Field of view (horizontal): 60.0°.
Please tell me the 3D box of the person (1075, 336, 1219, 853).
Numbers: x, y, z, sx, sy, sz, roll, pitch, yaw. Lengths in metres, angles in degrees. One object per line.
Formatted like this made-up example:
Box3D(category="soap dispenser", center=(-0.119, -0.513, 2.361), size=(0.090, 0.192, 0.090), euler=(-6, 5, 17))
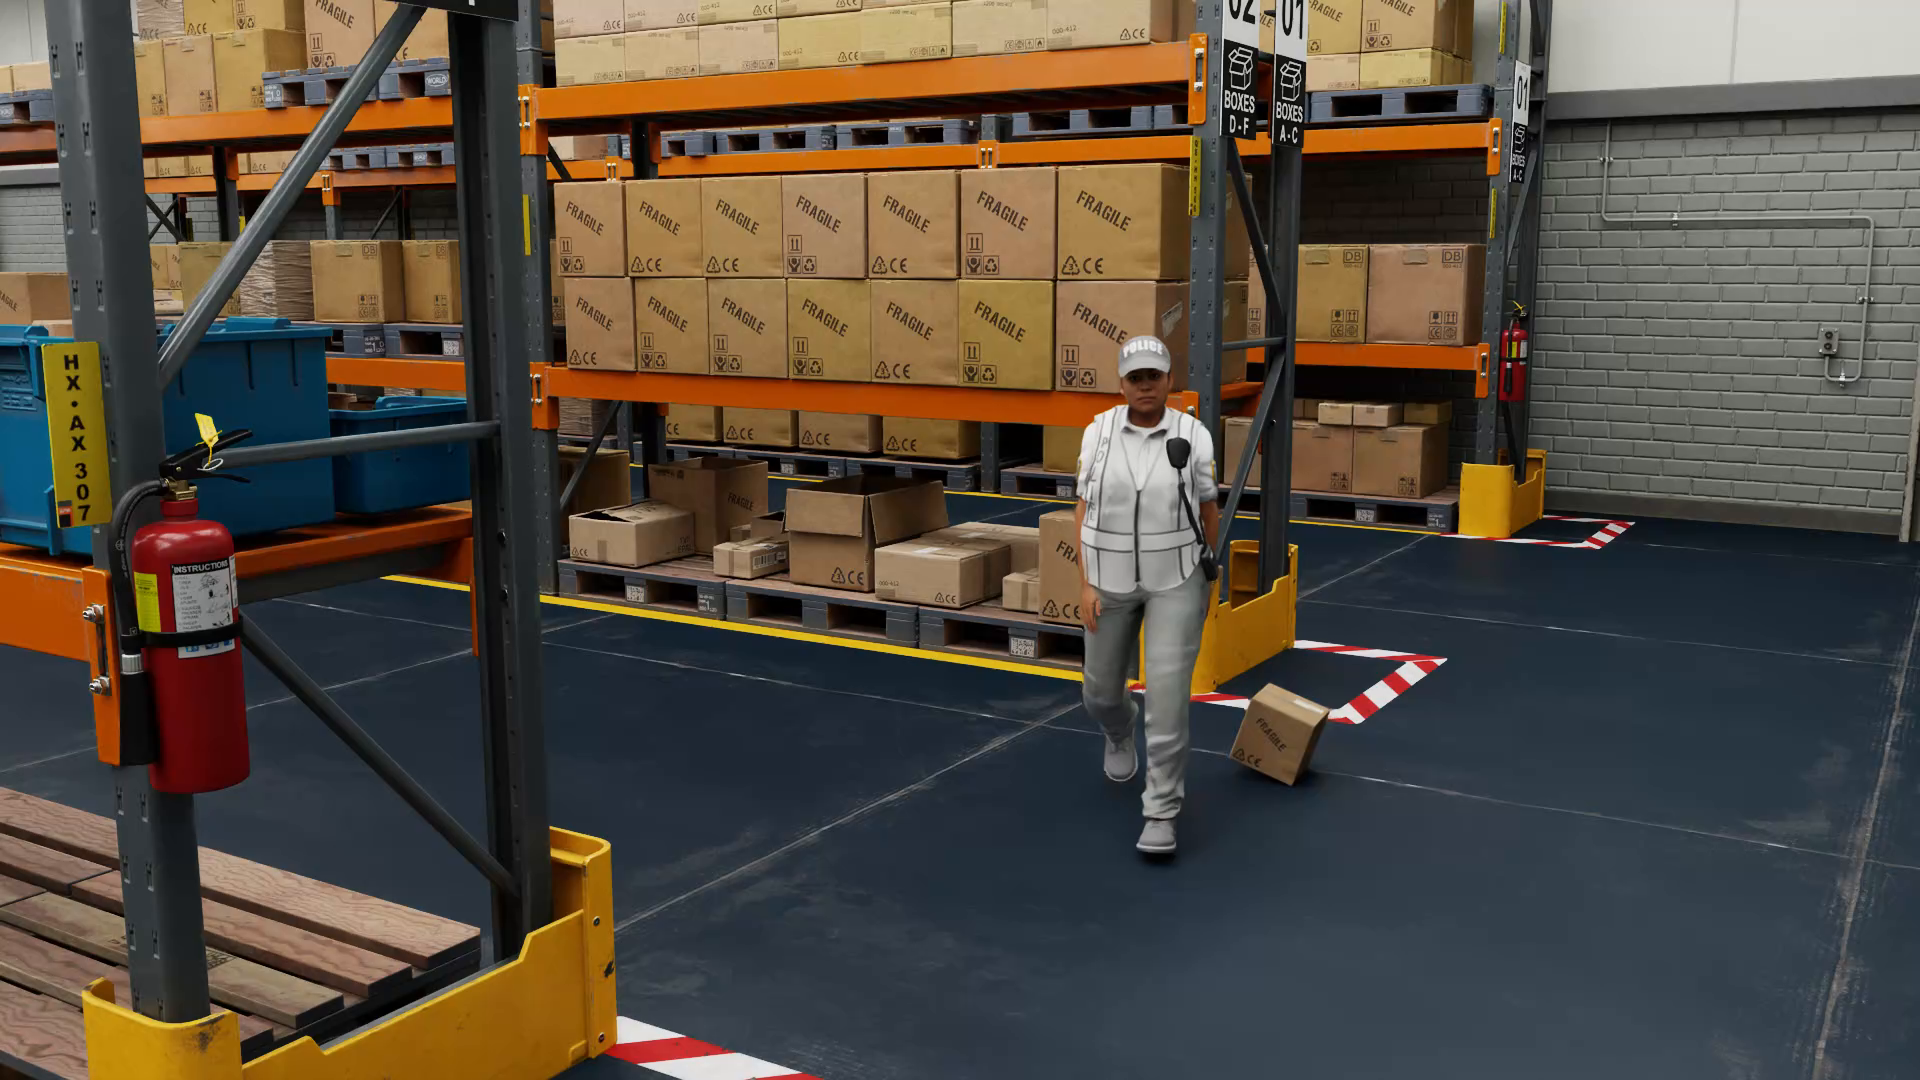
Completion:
Box3D(category="person", center=(0.626, 0.135, 5.537), size=(0.477, 1.627, 0.856), euler=(3, 10, 15))
